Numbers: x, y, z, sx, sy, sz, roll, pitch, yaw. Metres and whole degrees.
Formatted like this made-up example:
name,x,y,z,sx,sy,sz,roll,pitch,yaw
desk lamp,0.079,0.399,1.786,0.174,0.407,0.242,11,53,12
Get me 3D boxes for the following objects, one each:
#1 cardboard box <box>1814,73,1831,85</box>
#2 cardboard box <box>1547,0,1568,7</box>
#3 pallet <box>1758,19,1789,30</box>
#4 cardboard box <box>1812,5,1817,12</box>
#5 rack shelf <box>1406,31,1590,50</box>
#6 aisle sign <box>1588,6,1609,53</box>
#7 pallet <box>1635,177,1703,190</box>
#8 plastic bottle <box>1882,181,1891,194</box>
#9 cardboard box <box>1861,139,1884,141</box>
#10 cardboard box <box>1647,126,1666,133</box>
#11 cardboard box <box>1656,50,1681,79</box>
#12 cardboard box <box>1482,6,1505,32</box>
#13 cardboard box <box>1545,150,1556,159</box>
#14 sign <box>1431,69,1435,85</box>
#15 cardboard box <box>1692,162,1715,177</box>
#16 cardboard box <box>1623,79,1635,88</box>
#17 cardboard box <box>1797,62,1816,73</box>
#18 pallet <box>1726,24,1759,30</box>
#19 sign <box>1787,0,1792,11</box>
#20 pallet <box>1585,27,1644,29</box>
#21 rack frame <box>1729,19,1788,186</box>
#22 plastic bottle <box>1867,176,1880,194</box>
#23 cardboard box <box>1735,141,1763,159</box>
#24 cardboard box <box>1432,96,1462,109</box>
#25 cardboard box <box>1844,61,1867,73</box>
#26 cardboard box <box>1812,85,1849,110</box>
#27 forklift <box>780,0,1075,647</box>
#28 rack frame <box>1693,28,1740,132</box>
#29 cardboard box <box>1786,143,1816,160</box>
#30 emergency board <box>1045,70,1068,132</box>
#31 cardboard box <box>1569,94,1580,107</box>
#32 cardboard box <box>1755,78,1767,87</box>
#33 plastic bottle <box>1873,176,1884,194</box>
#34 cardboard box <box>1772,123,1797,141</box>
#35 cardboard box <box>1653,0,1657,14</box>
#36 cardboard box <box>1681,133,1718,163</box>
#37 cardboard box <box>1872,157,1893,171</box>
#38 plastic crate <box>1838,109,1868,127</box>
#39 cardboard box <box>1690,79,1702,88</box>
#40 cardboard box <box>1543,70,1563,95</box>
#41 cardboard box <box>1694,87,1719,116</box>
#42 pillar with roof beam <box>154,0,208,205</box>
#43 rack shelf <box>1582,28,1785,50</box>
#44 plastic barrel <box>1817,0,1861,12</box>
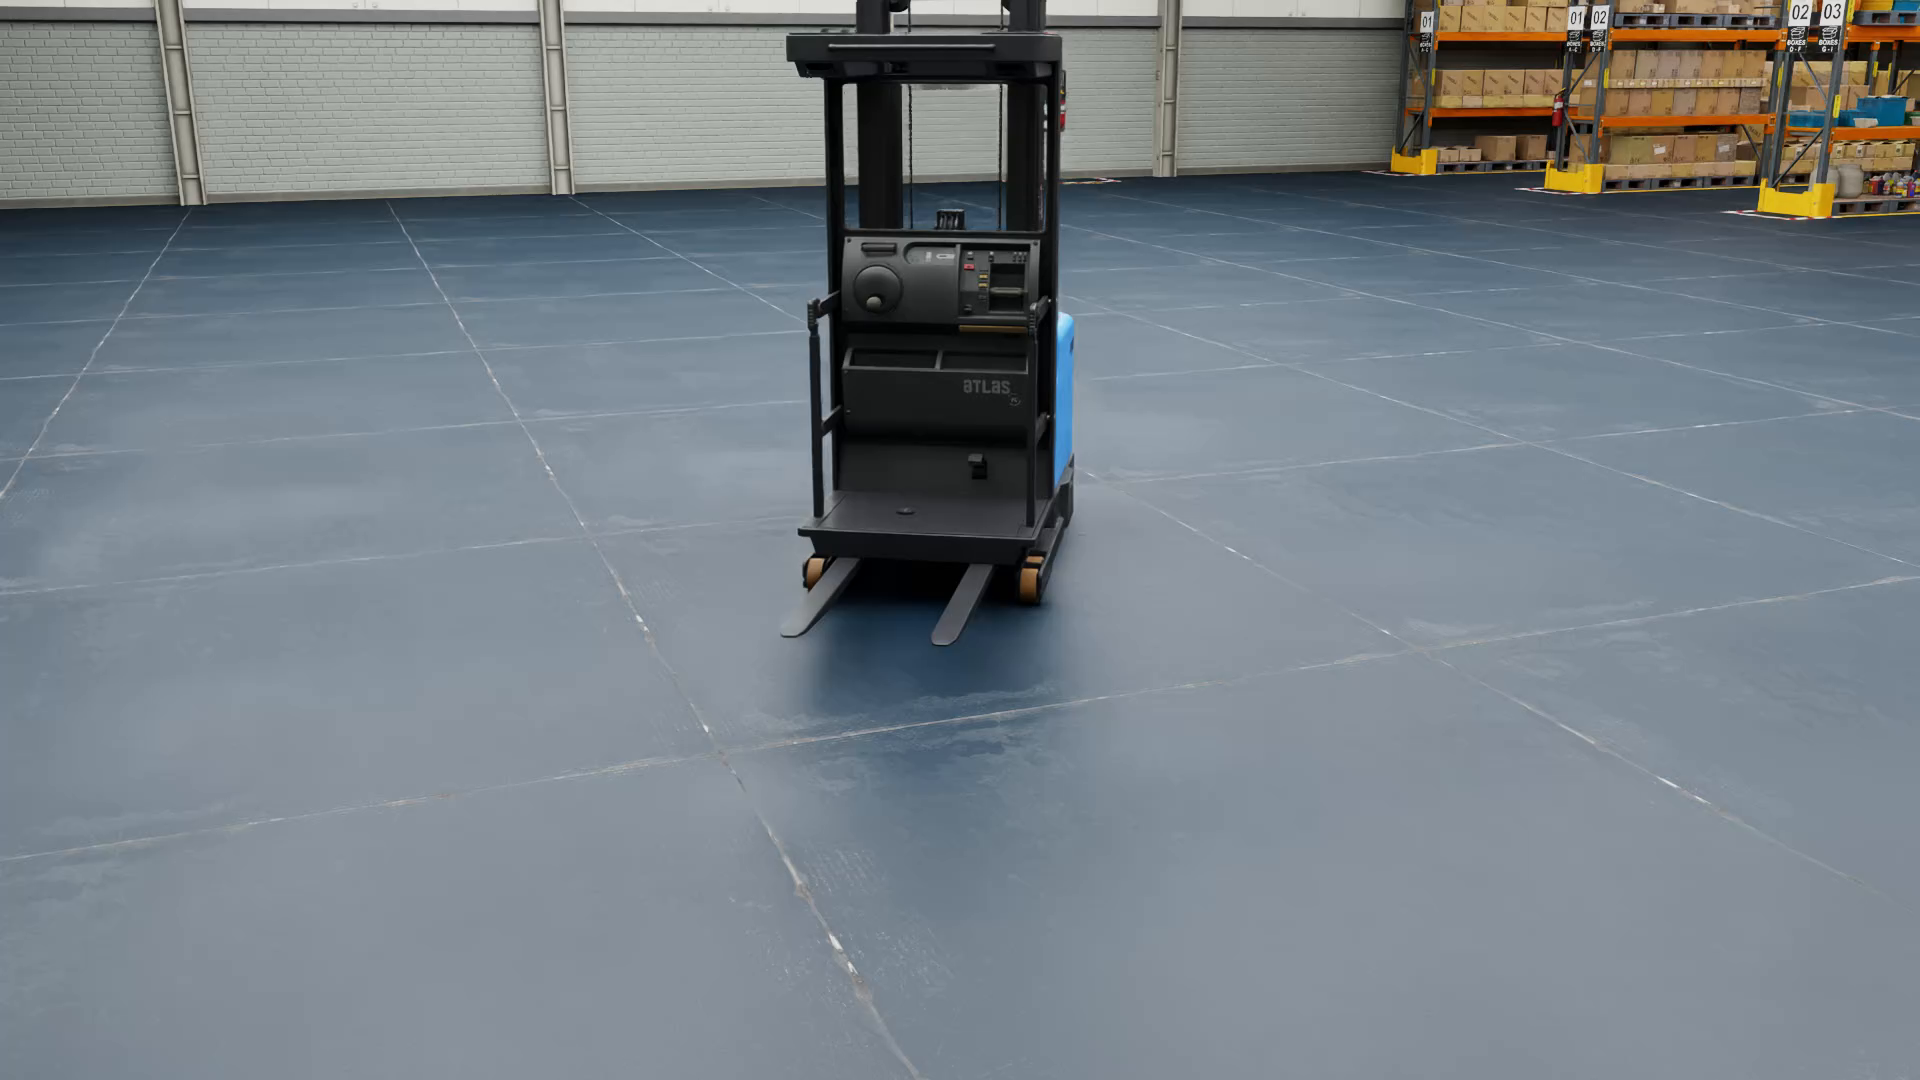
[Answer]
name,x,y,z,sx,sy,sz,roll,pitch,yaw
cardboard box,19.317,-10.310,37.644,0.500,0.500,0.500,-6,17,-20
cardboard box,12.250,-11.315,34.495,0.500,0.500,0.500,-5,17,-17
pallet,15.727,-9.656,31.171,1.217,0.209,0.805,-7,18,-22
cardboard box,15.999,-9.900,31.185,0.500,0.250,0.500,-8,18,-25
rack shelf,11.265,-10.411,34.681,4.000,0.370,1.077,-6,17,-20
aisle sign,11.221,-8.973,29.215,0.004,0.787,0.394,-6,17,-20
pallet,13.009,-6.685,30.987,1.213,0.211,1.003,-6,17,-20
plastic bottle,14.937,-5.679,26.799,0.097,0.201,0.097,0,16,0
cardboard box,18.049,-7.795,32.958,0.500,0.311,0.500,-6,17,-18
cardboard box,15.180,-9.113,36.632,0.500,0.250,0.500,-6,17,-20
cardboard box,12.622,-8.637,30.208,0.500,0.500,0.700,-6,17,-20
cardboard box,10.796,-10.678,34.101,0.500,0.500,0.500,-5,17,-18
cardboard box,12.643,-8.309,35.816,0.250,0.166,0.380,-9,18,-27
sign,9.591,-9.388,33.708,0.005,0.325,0.100,-6,17,-20
cardboard box,13.621,-6.892,30.878,0.500,0.250,0.500,-6,17,-20
cardboard box,11.862,-8.182,29.808,0.250,0.149,0.380,-7,18,-22
cardboard box,18.825,-10.619,37.364,0.500,0.250,0.500,-7,18,-21
pallet,17.449,-11.350,36.935,1.003,0.211,1.213,-5,17,-18
sign,15.108,-9.795,30.249,0.005,0.325,0.100,-6,17,-20
pallet,13.747,-10.902,35.409,1.003,0.211,1.213,-6,17,-20
rack frame,14.908,-8.216,31.252,0.127,3.000,1.000,-6,17,-20
plastic bottle,14.745,-5.732,26.846,0.135,0.276,0.152,-6,17,-20
cardboard box,15.184,-7.483,31.897,0.500,0.311,0.500,-6,17,-20
cardboard box,9.966,-9.019,34.217,0.500,0.250,0.500,-7,18,-22
cardboard box,20.258,-10.771,37.882,0.500,0.250,0.500,-6,17,-19
cardboard box,16.591,-8.441,31.840,0.500,0.500,0.500,-6,17,-20
forklift,-0.123,-1.222,7.559,1.130,2.935,3.031,3,17,9
rack frame,16.867,-9.922,37.062,0.127,3.000,1.000,-6,17,-20
cardboard box,15.852,-7.392,31.587,0.500,0.311,0.500,-6,18,-21
emergency board,1.817,-8.570,32.457,0.643,1.169,0.194,-6,17,-20
cardboard box,12.798,-9.329,35.273,0.500,0.250,0.500,-6,17,-20
cardboard box,14.731,-8.491,30.861,0.250,0.149,0.380,-6,17,-20
plastic bottle,14.784,-5.707,26.750,0.133,0.283,0.061,-6,17,-20
cardboard box,18.421,-9.218,37.736,0.750,0.750,0.750,-6,17,-20
cardboard box,12.673,-9.719,30.212,0.500,0.311,0.500,-4,17,-14
cardboard box,13.617,-7.255,30.783,0.500,0.500,0.500,-6,17,-20
cardboard box,17.759,-7.331,32.374,0.500,0.250,0.500,-6,18,-21
plastic crate,13.911,-6.631,26.118,0.408,0.251,0.499,-6,17,-20
cardboard box,13.298,-8.336,30.333,0.250,0.149,0.380,-6,17,-18
cardboard box,12.337,-9.635,34.986,0.500,0.500,0.500,-6,17,-20
cardboard box,13.536,-8.113,30.724,0.500,0.500,0.700,-6,17,-19
pillar with roof beam,-11.129,-8.740,22.389,0.400,9.000,9.100,-6,17,-20
rack shelf,13.041,-9.108,30.244,4.000,0.370,1.077,-6,17,-20
plastic barrel,13.350,-8.438,25.178,0.708,0.830,0.600,-6,17,-20
